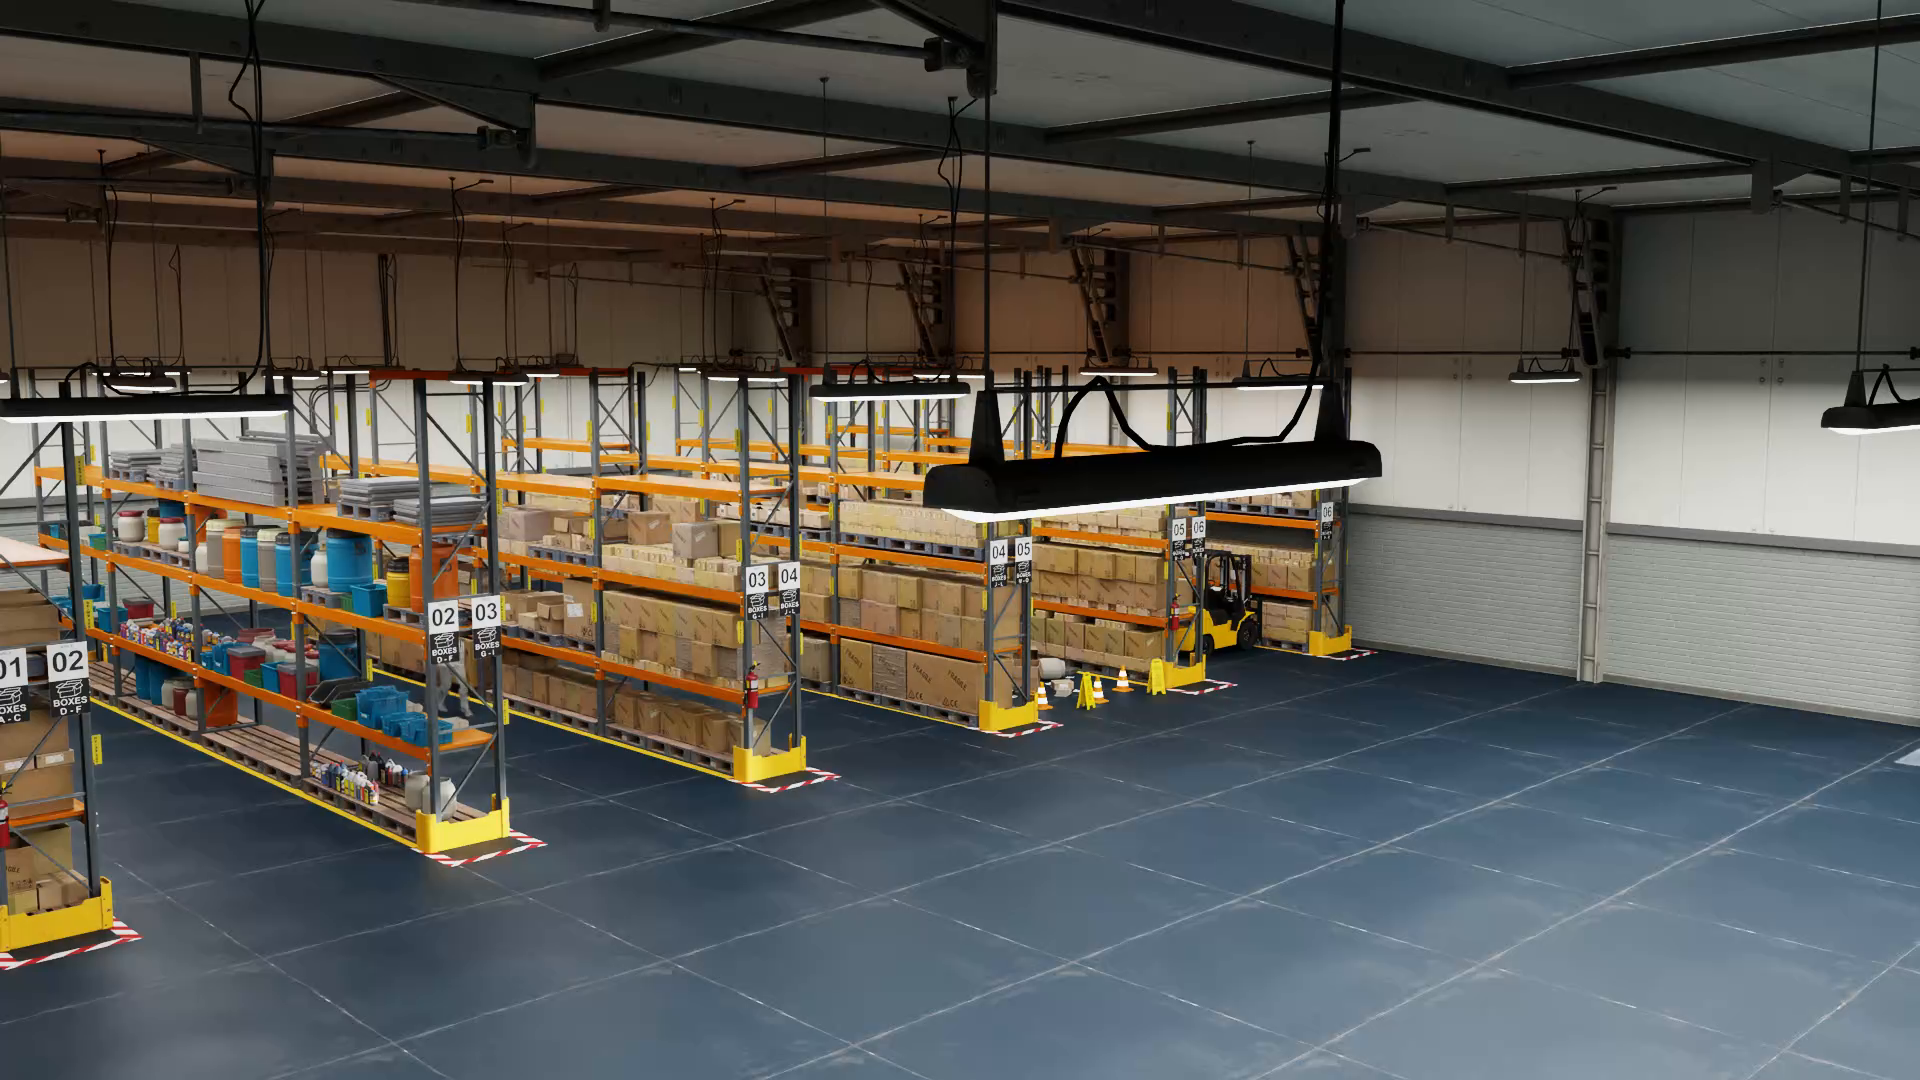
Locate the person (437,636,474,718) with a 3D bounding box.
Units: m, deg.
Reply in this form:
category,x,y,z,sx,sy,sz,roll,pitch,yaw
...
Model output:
category,x,y,z,sx,sy,sz,roll,pitch,yaw
person,-8.884,2.226,29.014,0.854,1.705,0.596,5,8,39
